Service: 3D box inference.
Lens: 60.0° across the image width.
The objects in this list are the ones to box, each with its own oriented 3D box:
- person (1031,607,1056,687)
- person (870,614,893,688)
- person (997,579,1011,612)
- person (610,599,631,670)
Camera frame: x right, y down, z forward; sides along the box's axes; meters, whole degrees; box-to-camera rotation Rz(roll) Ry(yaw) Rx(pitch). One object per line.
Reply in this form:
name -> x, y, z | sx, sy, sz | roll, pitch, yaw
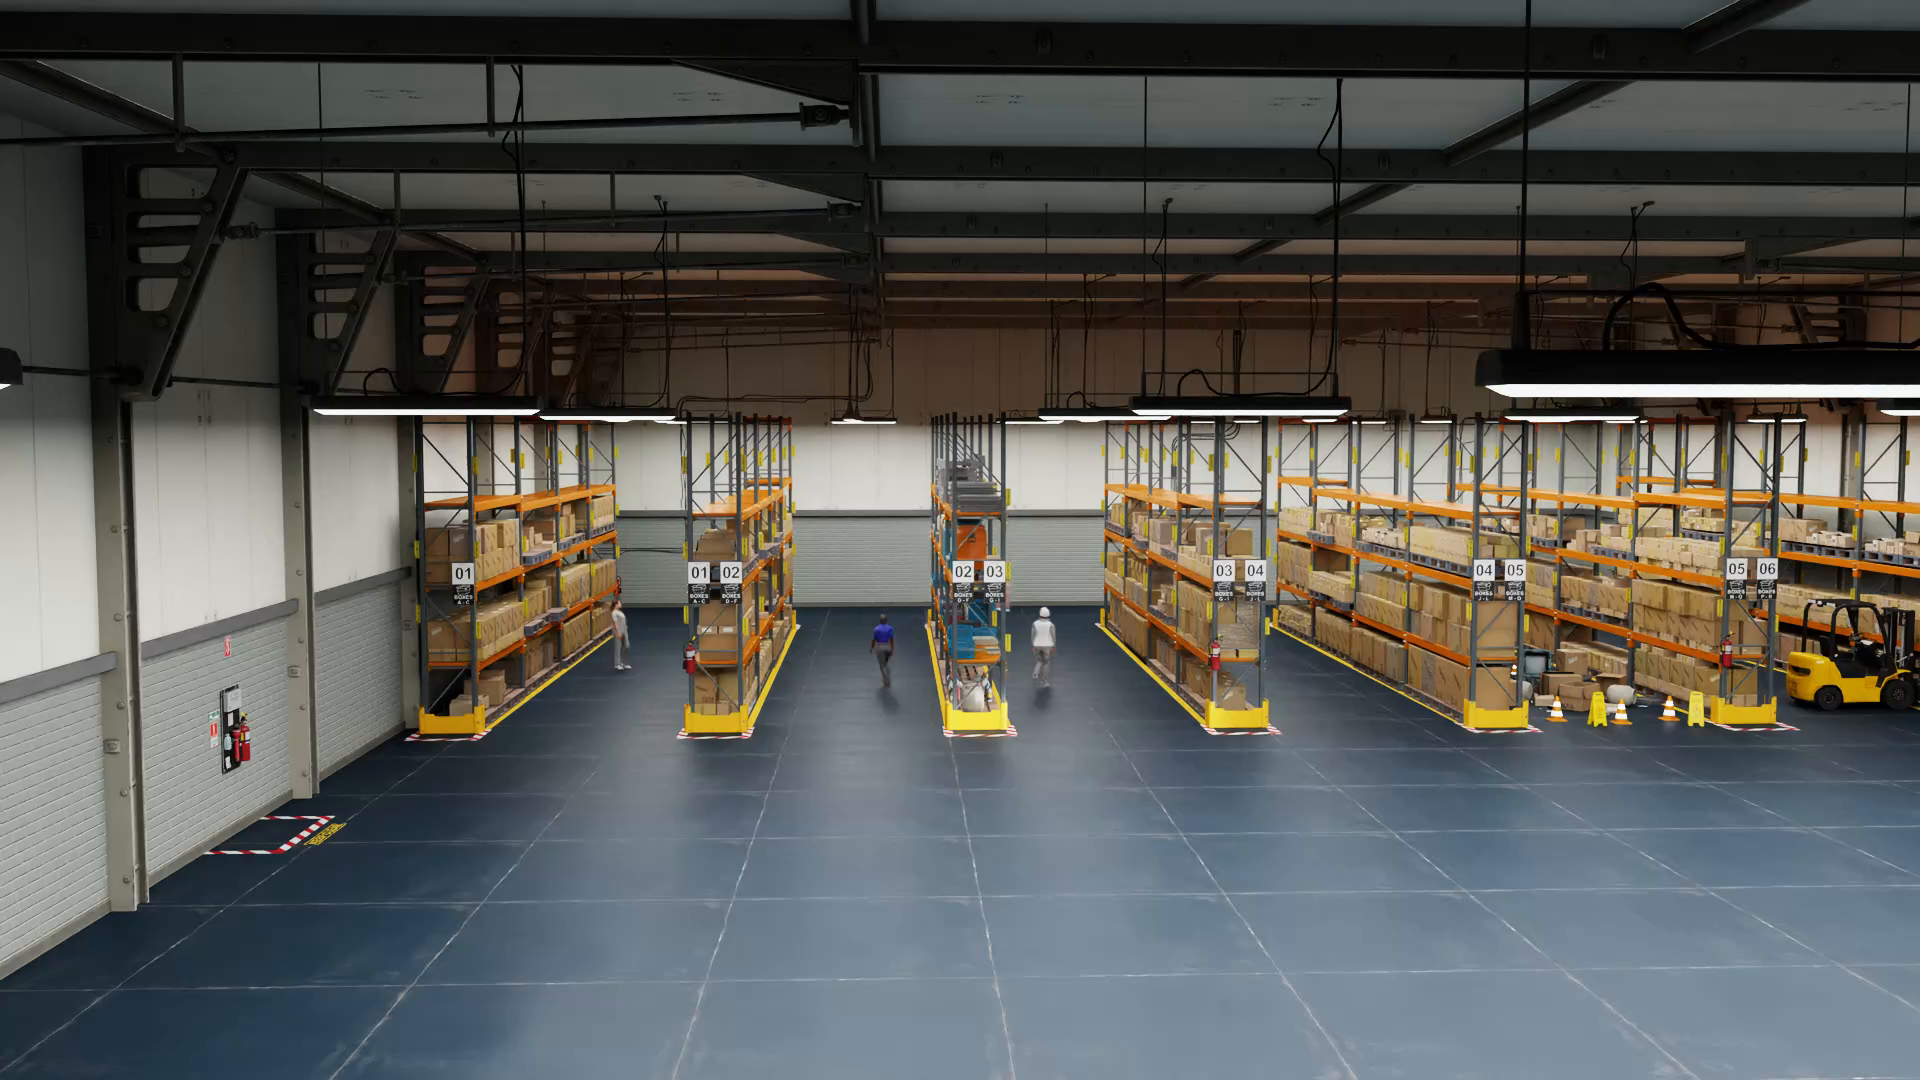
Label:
person -> 1.839, 2.345, 36.472 | 0.529, 1.758, 0.481 | 3, 5, 35
person -> -1.699, 2.456, 36.327 | 0.491, 1.709, 0.599 | -4, 5, -43
person -> 1.360, 1.389, 51.677 | 0.488, 1.686, 0.530 | -2, 4, -26
person -> -8.045, 2.237, 39.381 | 0.422, 1.715, 0.527 | 2, 4, 28
